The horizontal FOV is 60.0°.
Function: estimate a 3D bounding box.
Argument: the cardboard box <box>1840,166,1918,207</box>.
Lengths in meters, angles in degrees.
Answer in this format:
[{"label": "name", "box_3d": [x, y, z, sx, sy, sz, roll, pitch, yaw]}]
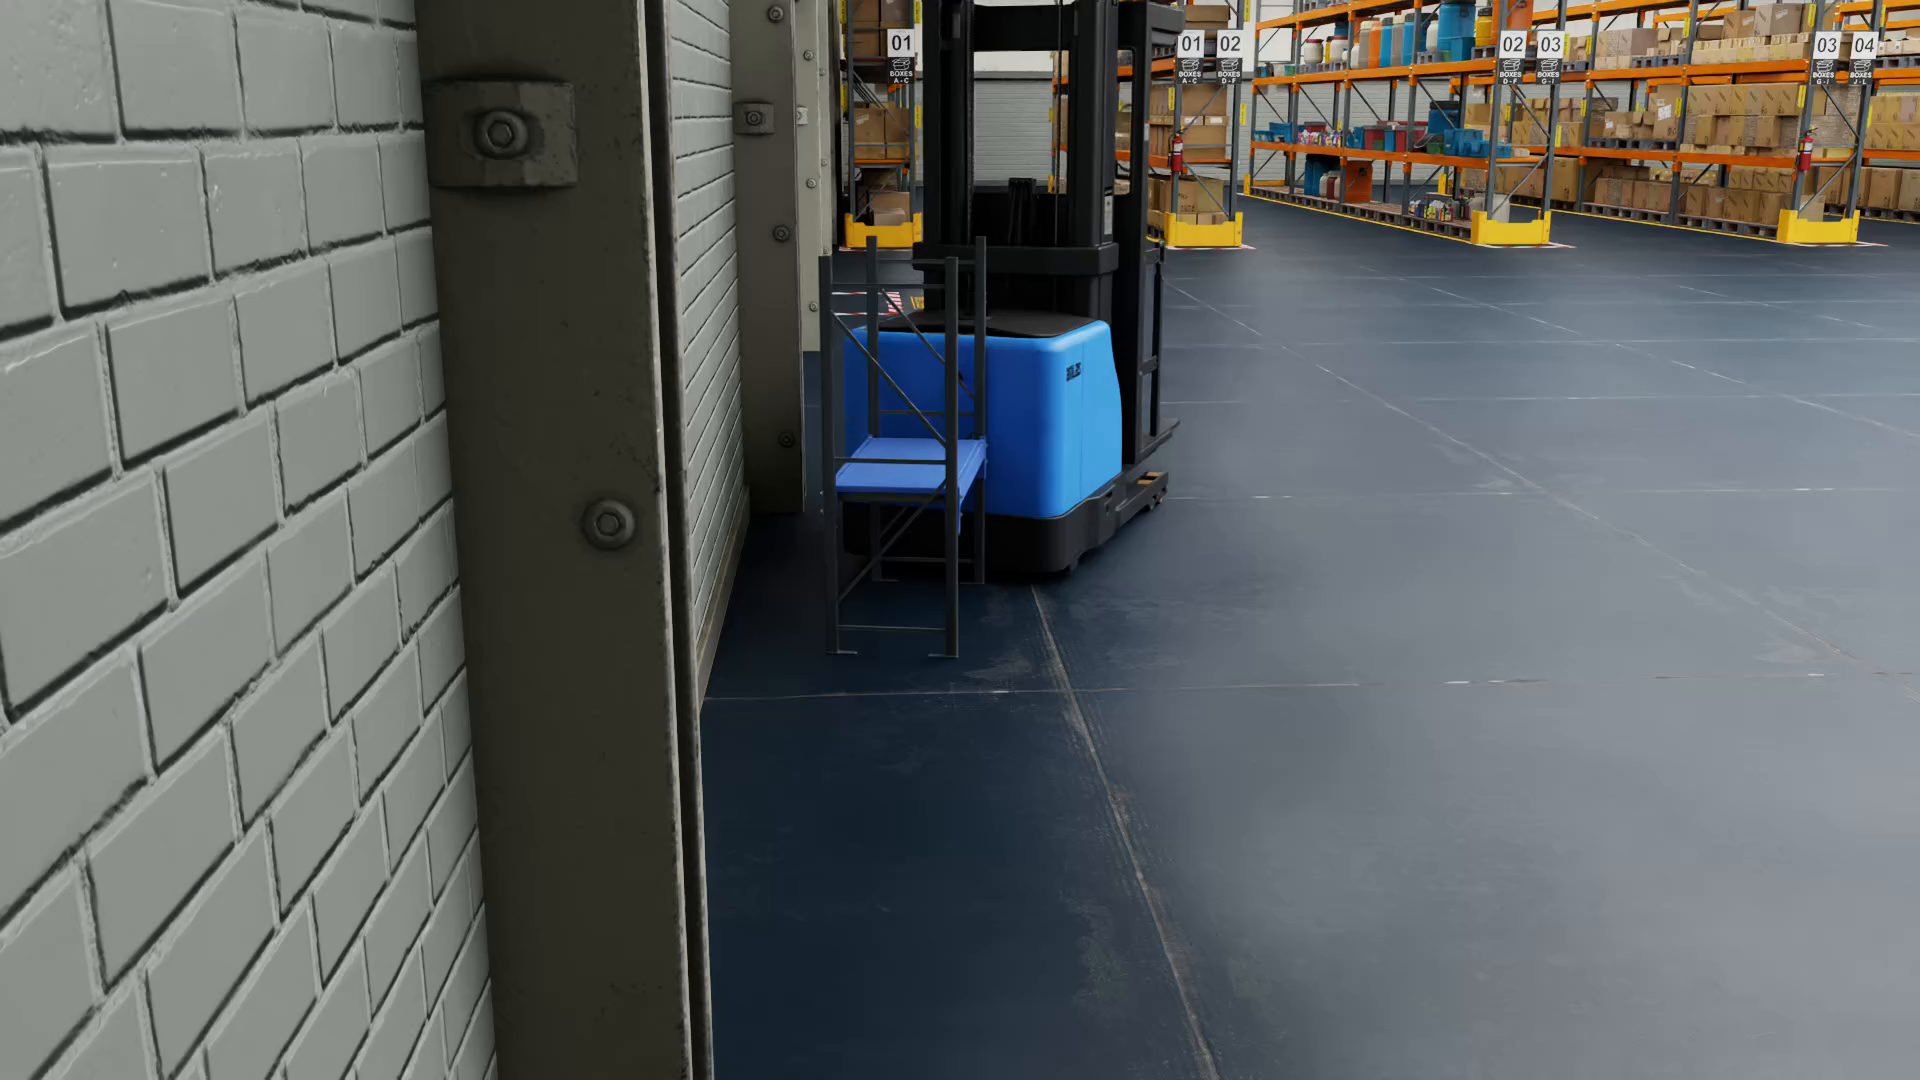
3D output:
[{"label": "cardboard box", "box_3d": [18.117, -6.974, 32.782, 1.050, 0.750, 0.750, -1, 14, -3]}]

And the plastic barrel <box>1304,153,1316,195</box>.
[{"label": "plastic barrel", "box_3d": [7.980, -8.148, 37.045, 0.600, 0.901, 0.708, -1, 14, -3]}]

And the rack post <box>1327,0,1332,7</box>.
[{"label": "rack post", "box_3d": [8.216, -11.259, 34.728, 0.937, 0.300, 0.954, 1, 14, 3]}]

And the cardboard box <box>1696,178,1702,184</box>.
[{"label": "cardboard box", "box_3d": [17.464, -8.398, 38.929, 0.380, 0.149, 0.250, -1, 14, -5]}]

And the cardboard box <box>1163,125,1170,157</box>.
[{"label": "cardboard box", "box_3d": [3.684, -6.456, 26.897, 0.700, 0.500, 0.500, -1, 14, -3]}]

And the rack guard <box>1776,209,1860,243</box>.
[{"label": "rack guard", "box_3d": [13.646, -4.997, 26.445, 1.175, 0.500, 0.348, -1, 14, -3]}]

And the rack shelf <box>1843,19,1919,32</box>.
[{"label": "rack shelf", "box_3d": [22.674, -12.187, 39.579, 1.077, 0.370, 4.000, -1, 14, -3]}]

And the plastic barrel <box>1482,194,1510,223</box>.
[{"label": "plastic barrel", "box_3d": [8.590, -5.273, 26.652, 0.421, 0.512, 0.421, 0, 14, 0]}]

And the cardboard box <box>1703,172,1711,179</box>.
[{"label": "cardboard box", "box_3d": [17.526, -8.483, 38.661, 0.380, 0.149, 0.250, -1, 14, -3]}]

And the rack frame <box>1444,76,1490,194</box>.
[{"label": "rack frame", "box_3d": [12.659, -10.168, 41.526, 1.000, 3.000, 0.127, -1, 14, -3]}]

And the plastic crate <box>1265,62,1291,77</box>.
[{"label": "plastic crate", "box_3d": [7.536, -11.130, 39.369, 0.504, 0.338, 0.767, -1, 14, -3]}]

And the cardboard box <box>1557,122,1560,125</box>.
[{"label": "cardboard box", "box_3d": [12.817, -8.599, 35.227, 0.500, 0.500, 0.500, -1, 14, -5]}]

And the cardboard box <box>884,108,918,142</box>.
[{"label": "cardboard box", "box_3d": [-0.911, -6.383, 25.571, 0.500, 0.500, 0.500, -1, 14, -3]}]

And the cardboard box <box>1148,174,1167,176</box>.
[{"label": "cardboard box", "box_3d": [3.270, -6.022, 28.583, 0.500, 0.500, 0.500, -1, 14, -3]}]

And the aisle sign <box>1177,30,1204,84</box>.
[{"label": "aisle sign", "box_3d": [3.474, -7.275, 25.065, 0.394, 0.787, 0.004, -1, 14, -3]}]

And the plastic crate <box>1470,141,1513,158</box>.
[{"label": "plastic crate", "box_3d": [8.377, -6.160, 26.248, 0.499, 0.251, 0.616, -1, 14, -3]}]

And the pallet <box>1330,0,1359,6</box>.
[{"label": "pallet", "box_3d": [8.197, -10.902, 33.521, 1.213, 0.211, 1.003, -1, 14, -3]}]

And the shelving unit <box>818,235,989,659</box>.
[{"label": "shelving unit", "box_3d": [-0.200, -0.412, 6.619, 0.538, 1.500, 1.048, 2, 15, 6]}]

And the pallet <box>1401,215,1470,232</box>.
[{"label": "pallet", "box_3d": [8.459, -5.589, 29.325, 1.003, 0.211, 1.213, -1, 14, -3]}]

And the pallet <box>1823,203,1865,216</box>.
[{"label": "pallet", "box_3d": [18.085, -6.682, 33.574, 1.003, 0.211, 1.213, -1, 14, -3]}]

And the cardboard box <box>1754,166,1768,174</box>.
[{"label": "cardboard box", "box_3d": [17.708, -8.134, 36.287, 0.500, 0.250, 0.500, 0, 14, -1]}]

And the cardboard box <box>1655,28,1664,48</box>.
[{"label": "cardboard box", "box_3d": [13.492, -9.556, 31.924, 0.500, 0.500, 0.500, -1, 14, -2]}]

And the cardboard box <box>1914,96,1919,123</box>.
[{"label": "cardboard box", "box_3d": [18.289, -8.019, 30.966, 0.700, 0.500, 0.500, -1, 14, -4]}]

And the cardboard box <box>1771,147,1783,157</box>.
[{"label": "cardboard box", "box_3d": [13.345, -6.258, 26.835, 0.380, 0.149, 0.250, -1, 14, -3]}]

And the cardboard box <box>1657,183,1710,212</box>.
[{"label": "cardboard box", "box_3d": [13.386, -6.339, 30.778, 0.700, 0.500, 0.500, -2, 15, -8]}]

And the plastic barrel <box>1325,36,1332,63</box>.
[{"label": "plastic barrel", "box_3d": [8.223, -10.620, 36.043, 0.600, 0.588, 0.600, 0, 14, 0]}]

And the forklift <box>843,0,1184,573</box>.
[{"label": "forklift", "box_3d": [0.463, -1.600, 8.362, 1.130, 2.935, 3.031, 5, 15, 20]}]

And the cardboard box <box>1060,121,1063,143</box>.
[{"label": "cardboard box", "box_3d": [2.631, -9.573, 39.011, 0.500, 0.500, 0.500, -1, 14, -3]}]

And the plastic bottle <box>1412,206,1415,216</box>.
[{"label": "plastic bottle", "box_3d": [8.054, -5.828, 29.393, 0.097, 0.201, 0.097, 0, 14, 0]}]

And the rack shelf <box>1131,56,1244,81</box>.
[{"label": "rack shelf", "box_3d": [3.639, -7.639, 27.119, 1.077, 0.370, 4.000, -1, 14, -3]}]

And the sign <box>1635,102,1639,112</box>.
[{"label": "sign", "box_3d": [13.696, -8.712, 33.700, 0.100, 0.325, 0.005, -1, 14, -3]}]

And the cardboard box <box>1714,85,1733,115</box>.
[{"label": "cardboard box", "box_3d": [13.240, -7.496, 28.336, 0.500, 0.500, 0.500, -1, 14, -3]}]

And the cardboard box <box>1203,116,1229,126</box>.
[{"label": "cardboard box", "box_3d": [3.954, -6.500, 25.769, 0.380, 0.149, 0.250, -1, 14, -4]}]

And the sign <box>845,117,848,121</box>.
[{"label": "sign", "box_3d": [-2.478, -9.393, 36.615, 0.100, 0.325, 0.005, -1, 14, -3]}]

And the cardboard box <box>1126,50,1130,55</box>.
[{"label": "cardboard box", "box_3d": [3.426, -9.225, 31.301, 0.500, 0.250, 0.500, -1, 14, -5]}]

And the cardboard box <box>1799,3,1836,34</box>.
[{"label": "cardboard box", "box_3d": [13.828, -8.450, 27.026, 0.500, 0.500, 0.500, -1, 14, -4]}]

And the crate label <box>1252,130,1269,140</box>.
[{"label": "crate label", "box_3d": [7.402, -9.973, 40.984, 0.416, 0.233, 0.303, -1, 14, -3]}]

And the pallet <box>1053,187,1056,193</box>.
[{"label": "pallet", "box_3d": [2.827, -8.448, 40.439, 1.003, 0.211, 1.213, -1, 14, -3]}]

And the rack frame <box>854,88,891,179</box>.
[{"label": "rack frame", "box_3d": [-2.172, -9.939, 40.634, 1.000, 3.000, 0.127, -1, 14, -3]}]

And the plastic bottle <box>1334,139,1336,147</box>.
[{"label": "plastic bottle", "box_3d": [7.757, -8.186, 34.222, 0.097, 0.201, 0.097, 0, 14, 0]}]

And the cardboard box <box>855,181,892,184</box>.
[{"label": "cardboard box", "box_3d": [-1.664, -6.643, 31.960, 0.700, 0.500, 0.500, -1, 14, -4]}]

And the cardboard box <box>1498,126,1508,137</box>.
[{"label": "cardboard box", "box_3d": [12.618, -9.350, 38.052, 0.500, 0.250, 0.500, -1, 14, -4]}]

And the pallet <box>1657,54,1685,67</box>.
[{"label": "pallet", "box_3d": [13.471, -8.701, 30.180, 1.213, 0.211, 1.003, -1, 14, -3]}]

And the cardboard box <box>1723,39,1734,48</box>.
[{"label": "cardboard box", "box_3d": [13.183, -8.410, 28.175, 0.380, 0.149, 0.250, -1, 14, -4]}]

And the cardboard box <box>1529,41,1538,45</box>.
[{"label": "cardboard box", "box_3d": [12.953, -10.734, 36.661, 0.700, 0.500, 0.500, -1, 14, -2]}]

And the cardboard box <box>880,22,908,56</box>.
[{"label": "cardboard box", "box_3d": [-0.952, -7.557, 25.118, 0.500, 0.500, 0.500, -1, 14, -2]}]

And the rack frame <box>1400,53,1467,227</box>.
[{"label": "rack frame", "box_3d": [8.459, -7.107, 29.630, 1.000, 3.000, 0.127, -1, 14, -3]}]

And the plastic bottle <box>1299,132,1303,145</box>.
[{"label": "plastic bottle", "box_3d": [7.569, -8.909, 36.868, 0.061, 0.283, 0.133, -1, 14, -3]}]

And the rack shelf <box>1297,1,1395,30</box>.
[{"label": "rack shelf", "box_3d": [8.087, -10.963, 34.821, 1.077, 0.370, 4.000, -1, 14, -3]}]
